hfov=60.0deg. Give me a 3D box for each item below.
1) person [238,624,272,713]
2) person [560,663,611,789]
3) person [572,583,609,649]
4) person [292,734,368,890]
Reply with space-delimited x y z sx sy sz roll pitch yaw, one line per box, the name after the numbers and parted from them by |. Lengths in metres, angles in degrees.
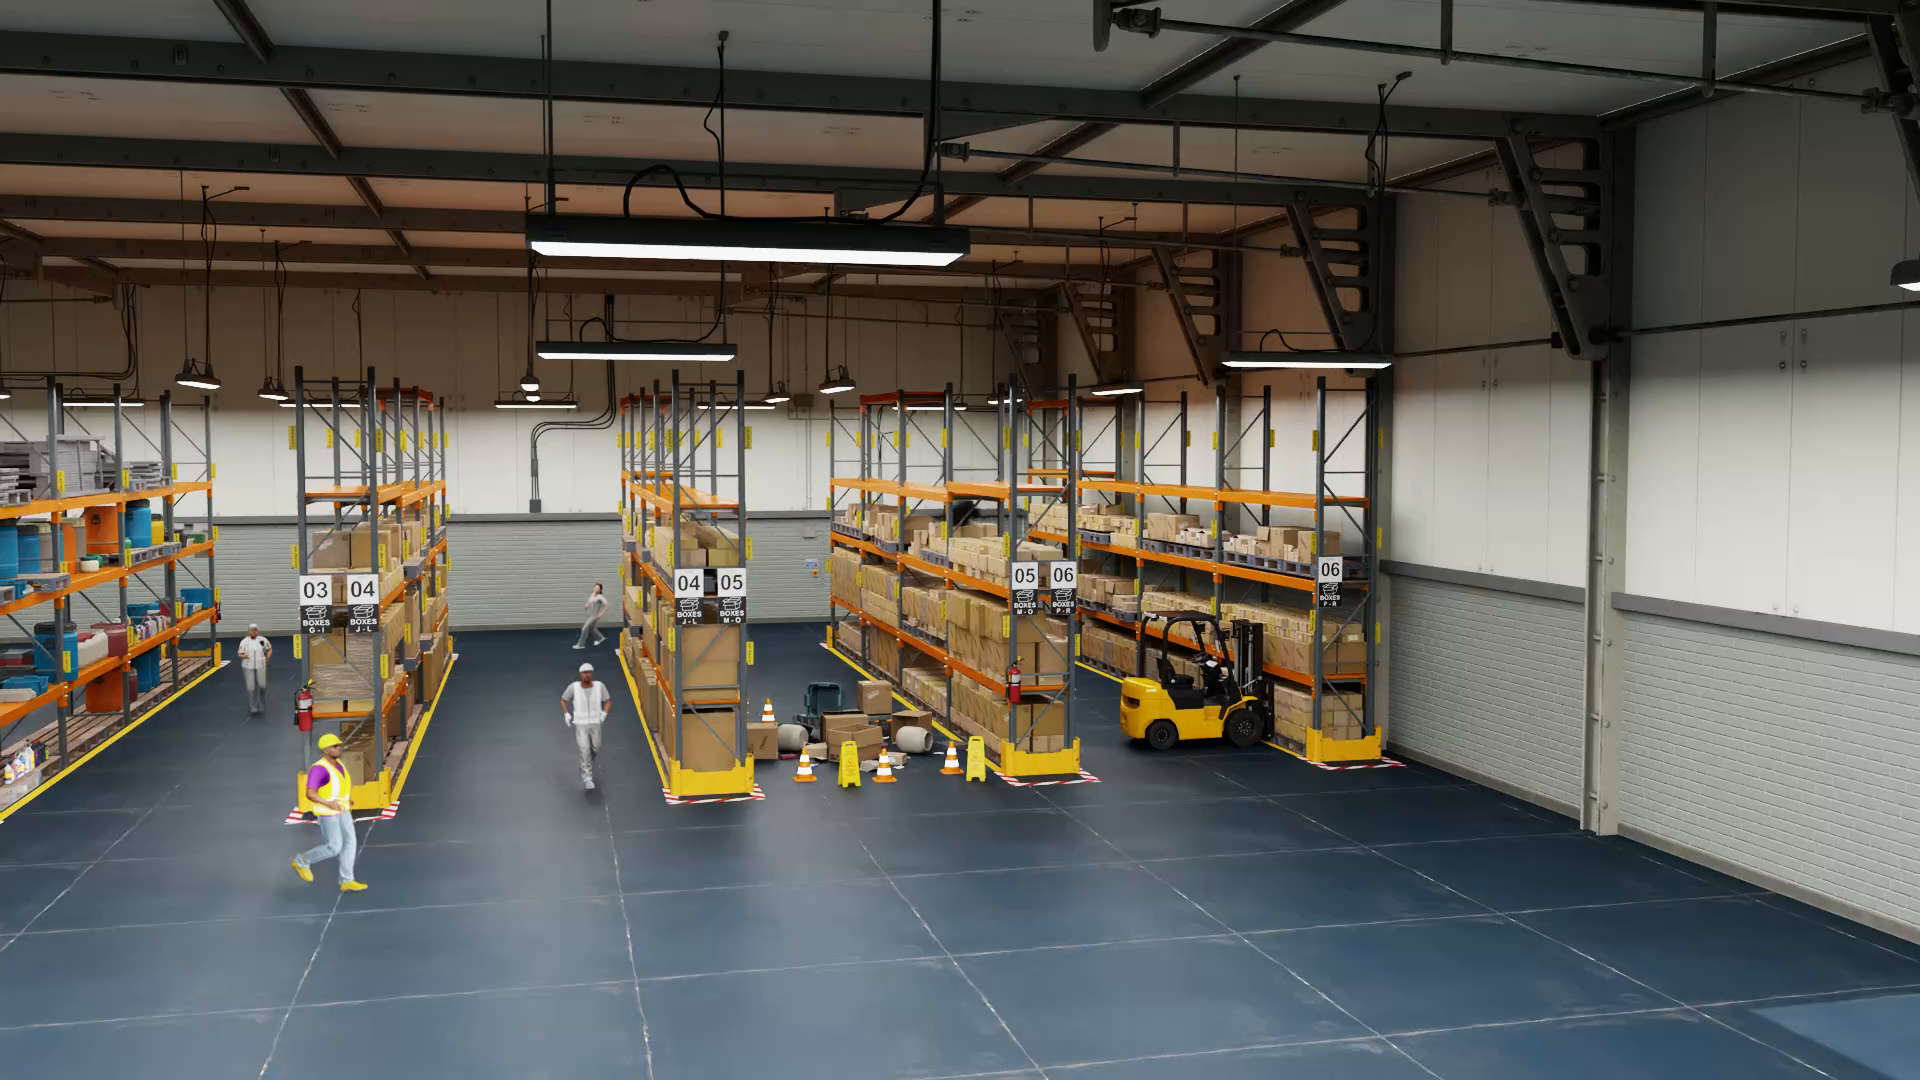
-12.926 2.362 30.513 0.589 1.647 0.590 -1 4 -23 | person
-5.429 2.668 24.180 0.706 1.770 0.919 -2 4 -24 | person
-8.908 1.818 39.954 0.834 1.583 0.763 -1 4 -22 | person
-6.967 3.020 18.457 0.796 1.739 0.711 1 3 9 | person
